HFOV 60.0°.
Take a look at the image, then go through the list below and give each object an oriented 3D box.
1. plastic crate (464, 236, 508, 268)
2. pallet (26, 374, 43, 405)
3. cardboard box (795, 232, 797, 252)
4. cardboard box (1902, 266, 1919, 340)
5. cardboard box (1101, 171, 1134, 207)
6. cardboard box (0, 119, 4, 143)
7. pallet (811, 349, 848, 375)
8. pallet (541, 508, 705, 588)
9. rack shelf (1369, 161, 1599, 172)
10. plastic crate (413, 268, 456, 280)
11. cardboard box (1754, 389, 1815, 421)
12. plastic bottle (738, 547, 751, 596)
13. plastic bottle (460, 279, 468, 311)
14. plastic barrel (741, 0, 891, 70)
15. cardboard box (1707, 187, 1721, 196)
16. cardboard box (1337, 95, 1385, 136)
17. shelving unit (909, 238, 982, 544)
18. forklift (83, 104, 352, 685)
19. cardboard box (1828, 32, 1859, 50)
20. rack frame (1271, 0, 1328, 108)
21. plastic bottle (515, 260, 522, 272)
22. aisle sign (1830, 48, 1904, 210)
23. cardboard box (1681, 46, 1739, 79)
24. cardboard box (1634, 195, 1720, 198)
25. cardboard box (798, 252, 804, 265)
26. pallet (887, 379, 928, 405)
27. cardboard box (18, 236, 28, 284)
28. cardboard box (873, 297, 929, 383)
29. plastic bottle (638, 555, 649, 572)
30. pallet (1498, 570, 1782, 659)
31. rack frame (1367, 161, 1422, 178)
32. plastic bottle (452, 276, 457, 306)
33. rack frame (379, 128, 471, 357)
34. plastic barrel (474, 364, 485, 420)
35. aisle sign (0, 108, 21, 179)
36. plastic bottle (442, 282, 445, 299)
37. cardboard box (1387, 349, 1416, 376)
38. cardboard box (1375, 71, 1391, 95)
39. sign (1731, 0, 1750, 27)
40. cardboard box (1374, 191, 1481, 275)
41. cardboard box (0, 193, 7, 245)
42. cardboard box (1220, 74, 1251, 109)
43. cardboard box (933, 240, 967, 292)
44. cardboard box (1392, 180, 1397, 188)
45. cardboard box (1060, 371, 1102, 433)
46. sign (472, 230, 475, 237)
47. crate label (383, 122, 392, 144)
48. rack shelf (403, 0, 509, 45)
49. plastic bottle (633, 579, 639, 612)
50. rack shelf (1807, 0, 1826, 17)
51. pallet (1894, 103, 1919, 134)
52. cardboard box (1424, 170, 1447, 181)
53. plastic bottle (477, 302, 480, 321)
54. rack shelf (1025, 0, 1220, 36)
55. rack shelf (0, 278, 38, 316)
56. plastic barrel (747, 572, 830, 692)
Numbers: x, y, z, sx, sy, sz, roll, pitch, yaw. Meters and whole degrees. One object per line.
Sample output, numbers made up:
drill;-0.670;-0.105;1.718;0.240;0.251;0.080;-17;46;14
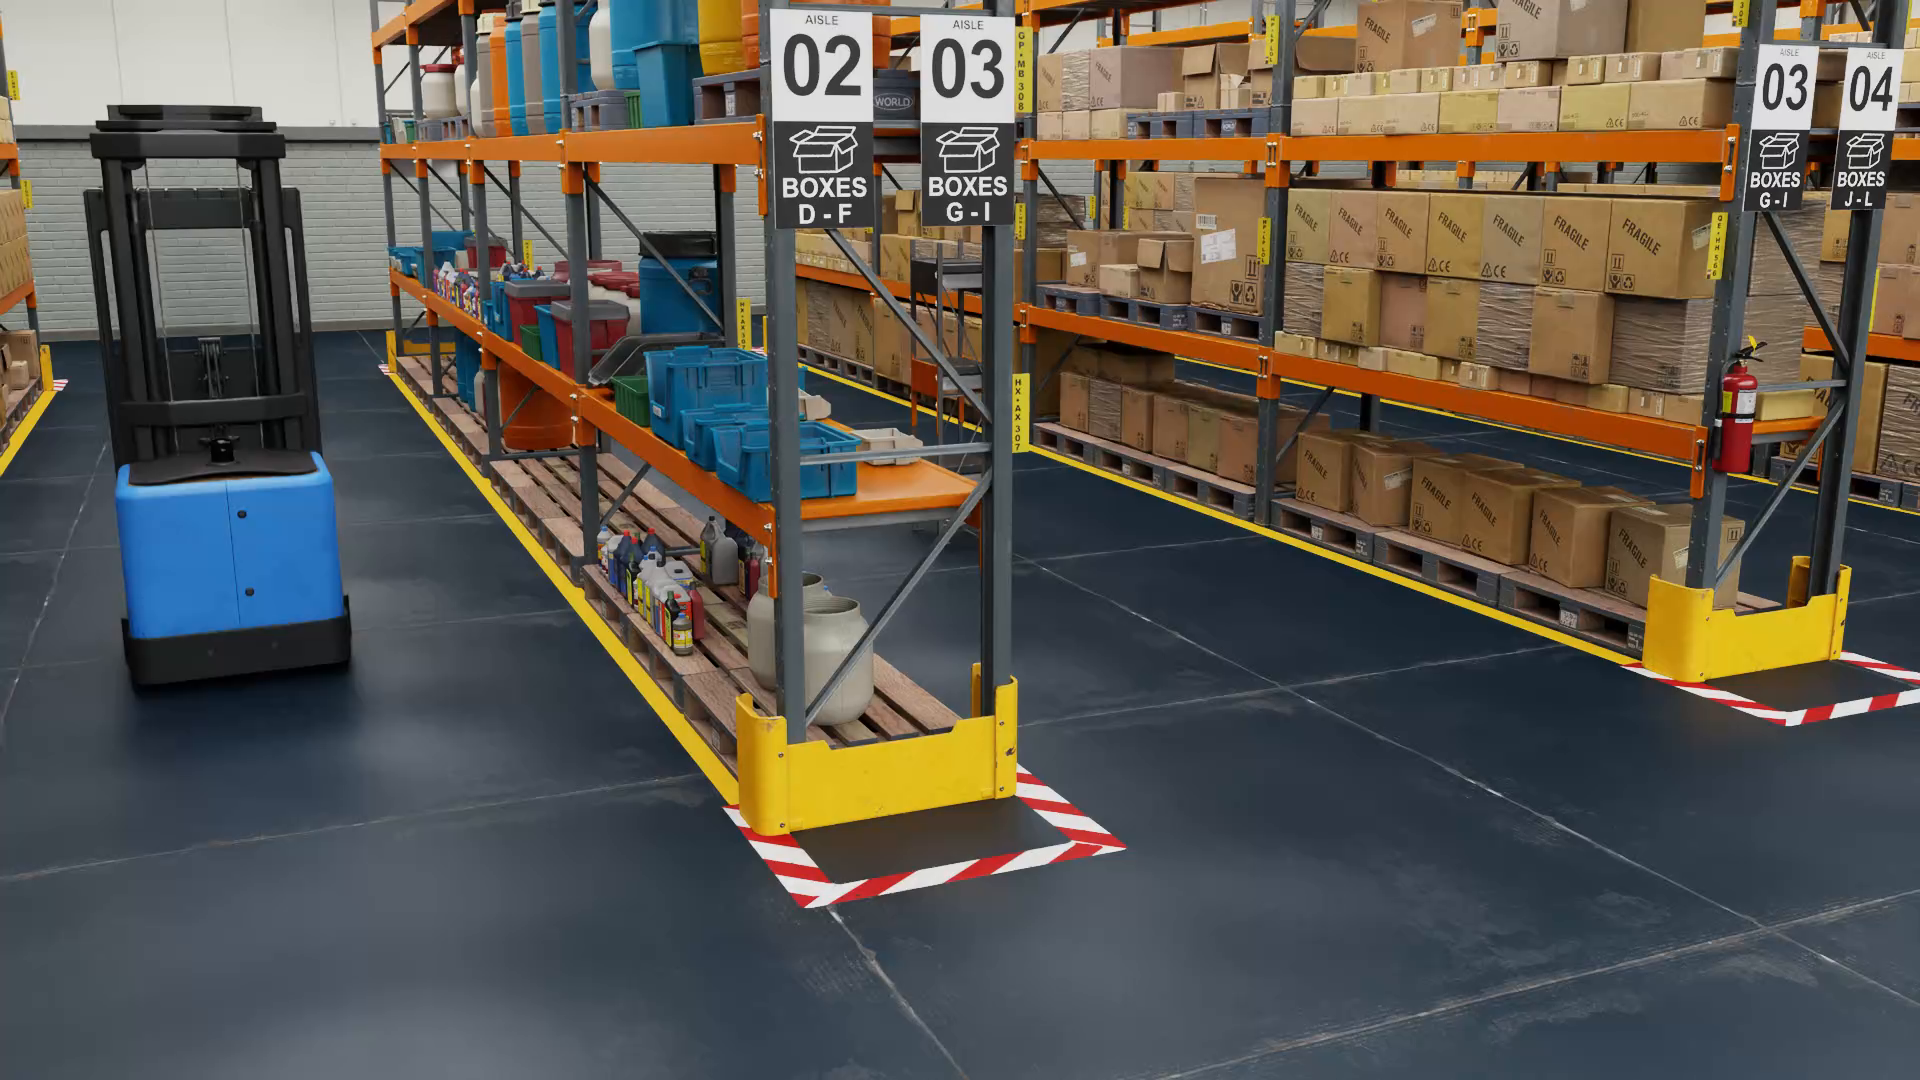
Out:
plastic crate;-5.201;-3.085;18.274;0.402;0.464;0.583;-6;14;-23
pallet;-10.865;-1.659;18.569;1.003;0.211;1.213;-6;14;-23
cardboard box;-1.978;-3.933;21.885;0.500;0.250;0.500;-6;14;-24
cardboard box;7.763;-1.804;12.678;0.875;0.550;0.550;-6;14;-23
cardboard box;2.385;-5.083;24.080;0.500;0.500;0.500;-6;14;-23
cardboard box;-10.366;-4.297;17.465;0.500;0.250;0.500;-6;14;-23
pallet;-1.260;-2.323;21.440;1.003;0.211;1.213;-6;14;-23
pallet;-2.219;0.035;11.252;1.003;0.211;1.213;-6;14;-23
rack shelf;7.744;-5.685;24.722;1.077;0.370;4.000;-6;14;-23
plastic crate;-5.768;-2.920;18.312;0.437;0.125;0.590;-6;14;-23
cardboard box;4.376;-0.744;8.990;0.380;0.149;0.250;-6;14;-23
plastic bottle;-1.224;0.172;9.523;0.061;0.283;0.133;-6;14;-23
plastic bottle;-4.482;-2.216;15.050;0.061;0.283;0.133;-6;14;-23
plastic barrel;-0.577;-2.303;6.631;0.600;0.830;0.708;-6;14;-23
cardboard box;9.488;-4.058;20.313;0.500;0.500;0.500;-5;14;-22
cardboard box;2.832;-2.776;10.891;0.500;0.250;0.500;-6;14;-23
shelving unit;-0.066;-1.057;11.781;0.431;2.100;0.503;-6;14;-23
forklift;-4.319;-0.978;9.594;1.130;2.935;3.031;-6;14;-24
cardboard box;7.089;-3.914;13.114;0.380;0.149;0.250;-5;14;-22
rack frame;2.670;-4.535;11.508;1.000;3.000;0.127;-6;14;-23
plastic bottle;-4.405;-2.634;16.706;0.144;0.351;0.185;-6;14;-23
aisle sign;4.572;-2.067;8.383;0.394;0.787;0.004;-6;14;-23
cardboard box;3.875;-2.398;8.374;0.380;0.149;0.250;-6;14;-23
cardboard box;4.108;-1.709;9.503;0.500;0.500;0.500;-6;14;-23
cardboard box;-1.884;-3.654;21.563;0.380;0.149;0.250;-6;14;-24
pallet;-0.157;-1.754;18.981;1.003;0.211;1.213;-6;14;-23
cardboard box;-10.576;-3.072;18.267;0.500;0.500;0.500;-5;14;-22
cardboard box;-0.260;-2.304;18.955;1.225;0.875;0.875;-6;14;-23
plastic bottle;-1.756;0.220;9.342;0.097;0.271;0.097;0;13;0
pallet;3.949;0.386;9.735;1.003;0.211;1.213;-6;14;-23
rack frame;6.943;-4.987;26.764;1.000;3.000;0.127;-6;14;-23
plastic bottle;-4.713;-2.339;15.611;0.097;0.271;0.097;0;13;0
rack frame;-6.675;-3.644;20.964;1.000;3.000;0.127;-6;14;-23
plastic barrel;-4.443;-1.426;15.963;0.421;0.512;0.421;0;13;0
aisle sign;-10.962;-4.506;18.921;0.394;0.787;0.004;-6;14;-23
plastic bottle;-5.030;-2.469;16.326;0.097;0.201;0.097;0;13;0
cardboard box;3.004;-1.163;10.797;0.380;0.149;0.250;-6;14;-23
cardboard box;2.914;-2.946;10.744;0.380;0.149;0.250;-5;14;-21
sign;3.756;-2.633;7.977;0.100;0.325;0.005;-6;14;-23
cardboard box;3.019;-1.971;10.634;0.500;0.500;0.500;-6;14;-23
cardboard box;-9.957;-3.243;16.789;0.500;0.500;0.500;-6;14;-25
cardboard box;2.202;-3.398;12.614;0.396;0.266;0.258;-5;14;-21
cardboard box;0.034;-2.883;17.452;0.500;0.500;0.500;-5;14;-22
cardboard box;6.874;-5.398;26.100;0.500;0.500;0.500;-6;14;-24
cardboard box;1.354;-1.299;15.397;0.700;0.500;0.500;-6;15;-26
sign;-6.178;-3.777;21.174;0.100;0.325;0.005;-6;14;-23
crate label;-6.602;-4.813;19.693;0.408;0.251;0.502;-6;14;-23
rack shelf;-4.272;-4.782;15.057;1.077;0.370;4.000;-6;14;-23
plastic bottle;-1.758;0.288;9.205;0.097;0.201;0.097;0;13;0
rack shelf;8.056;-4.004;11.695;1.077;0.370;4.000;-6;14;-23
pallet;7.573;-3.288;12.967;1.003;0.211;1.213;-6;14;-23
cardboard box;7.276;-5.526;25.217;0.380;0.149;0.250;-5;14;-22
plastic bottle;-4.053;-1.965;14.150;0.097;0.201;0.097;0;13;0
rack shelf;1.869;-4.403;13.420;1.077;0.370;4.000;-6;14;-23
rack shelf;-10.414;-2.434;17.330;1.077;0.370;4.000;-6;14;-23
plastic barrel;-0.801;0.436;7.919;0.421;0.512;0.421;0;13;0
